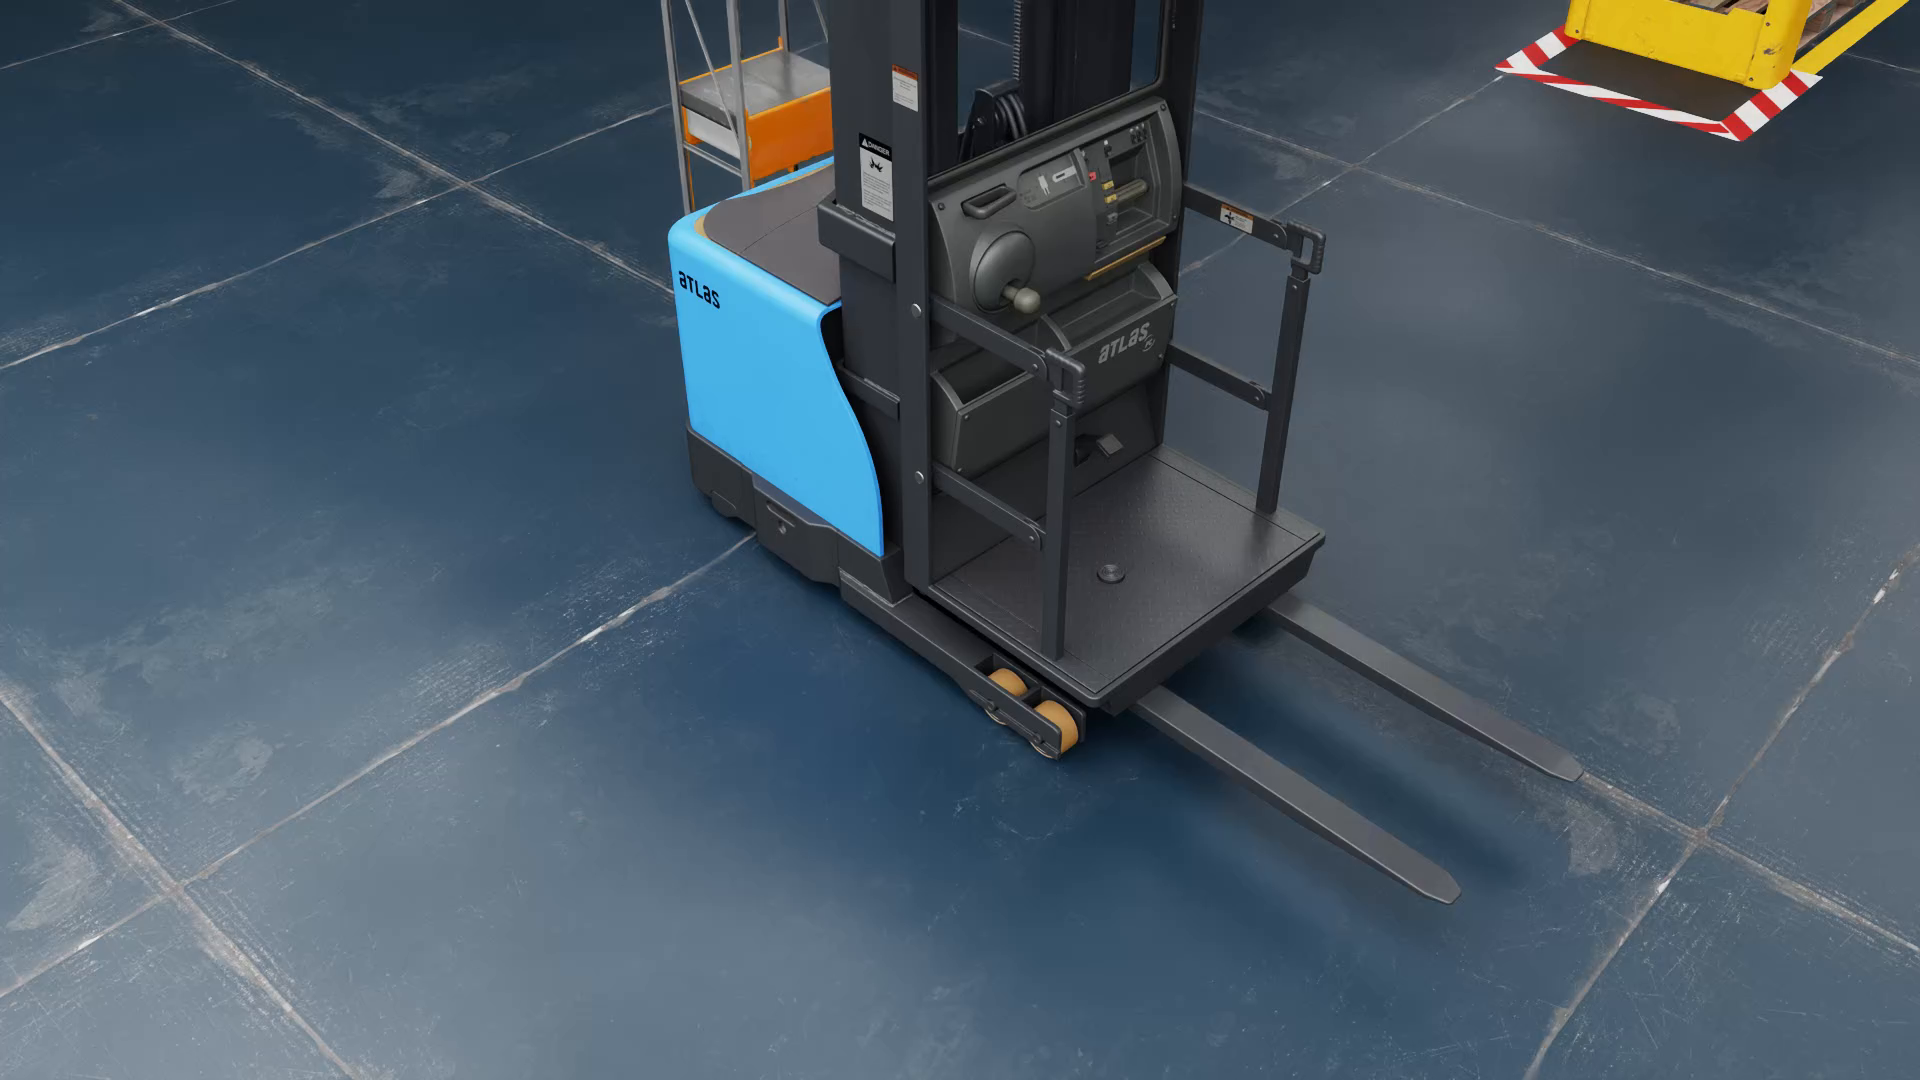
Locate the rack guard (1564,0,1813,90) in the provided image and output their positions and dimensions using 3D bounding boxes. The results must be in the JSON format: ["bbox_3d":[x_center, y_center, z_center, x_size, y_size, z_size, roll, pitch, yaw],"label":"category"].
[{"bbox_3d":[3.907,-2.865,8.951,1.175,0.500,0.348,30,47,32],"label":"rack guard"}]

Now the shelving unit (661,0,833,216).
[{"bbox_3d":[-0.670,-1.406,5.831,0.503,2.100,0.431,-31,48,-33],"label":"shelving unit"}]

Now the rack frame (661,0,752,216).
[{"bbox_3d":[-0.845,-1.300,5.698,0.015,2.100,0.400,-31,48,-33],"label":"rack frame"}]

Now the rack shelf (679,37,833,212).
[{"bbox_3d":[-0.670,-1.395,5.839,0.480,0.518,0.431,-31,48,-33],"label":"rack shelf"}]

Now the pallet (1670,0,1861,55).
[{"bbox_3d":[4.459,-3.123,9.507,1.003,0.211,1.213,30,47,32],"label":"pallet"}]

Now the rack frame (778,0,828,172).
[{"bbox_3d":[-0.494,-1.511,5.963,0.015,2.100,0.400,-31,48,-33],"label":"rack frame"}]

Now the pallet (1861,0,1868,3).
[{"bbox_3d":[5.282,-3.680,10.209,1.003,0.211,1.213,30,47,32],"label":"pallet"}]

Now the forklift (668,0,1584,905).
[{"bbox_3d":[0.434,-0.868,4.486,1.130,2.935,3.031,-31,48,-33],"label":"forklift"}]

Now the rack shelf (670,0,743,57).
[{"bbox_3d":[-0.670,-1.943,5.404,0.480,0.518,0.431,-31,48,-33],"label":"rack shelf"}]
